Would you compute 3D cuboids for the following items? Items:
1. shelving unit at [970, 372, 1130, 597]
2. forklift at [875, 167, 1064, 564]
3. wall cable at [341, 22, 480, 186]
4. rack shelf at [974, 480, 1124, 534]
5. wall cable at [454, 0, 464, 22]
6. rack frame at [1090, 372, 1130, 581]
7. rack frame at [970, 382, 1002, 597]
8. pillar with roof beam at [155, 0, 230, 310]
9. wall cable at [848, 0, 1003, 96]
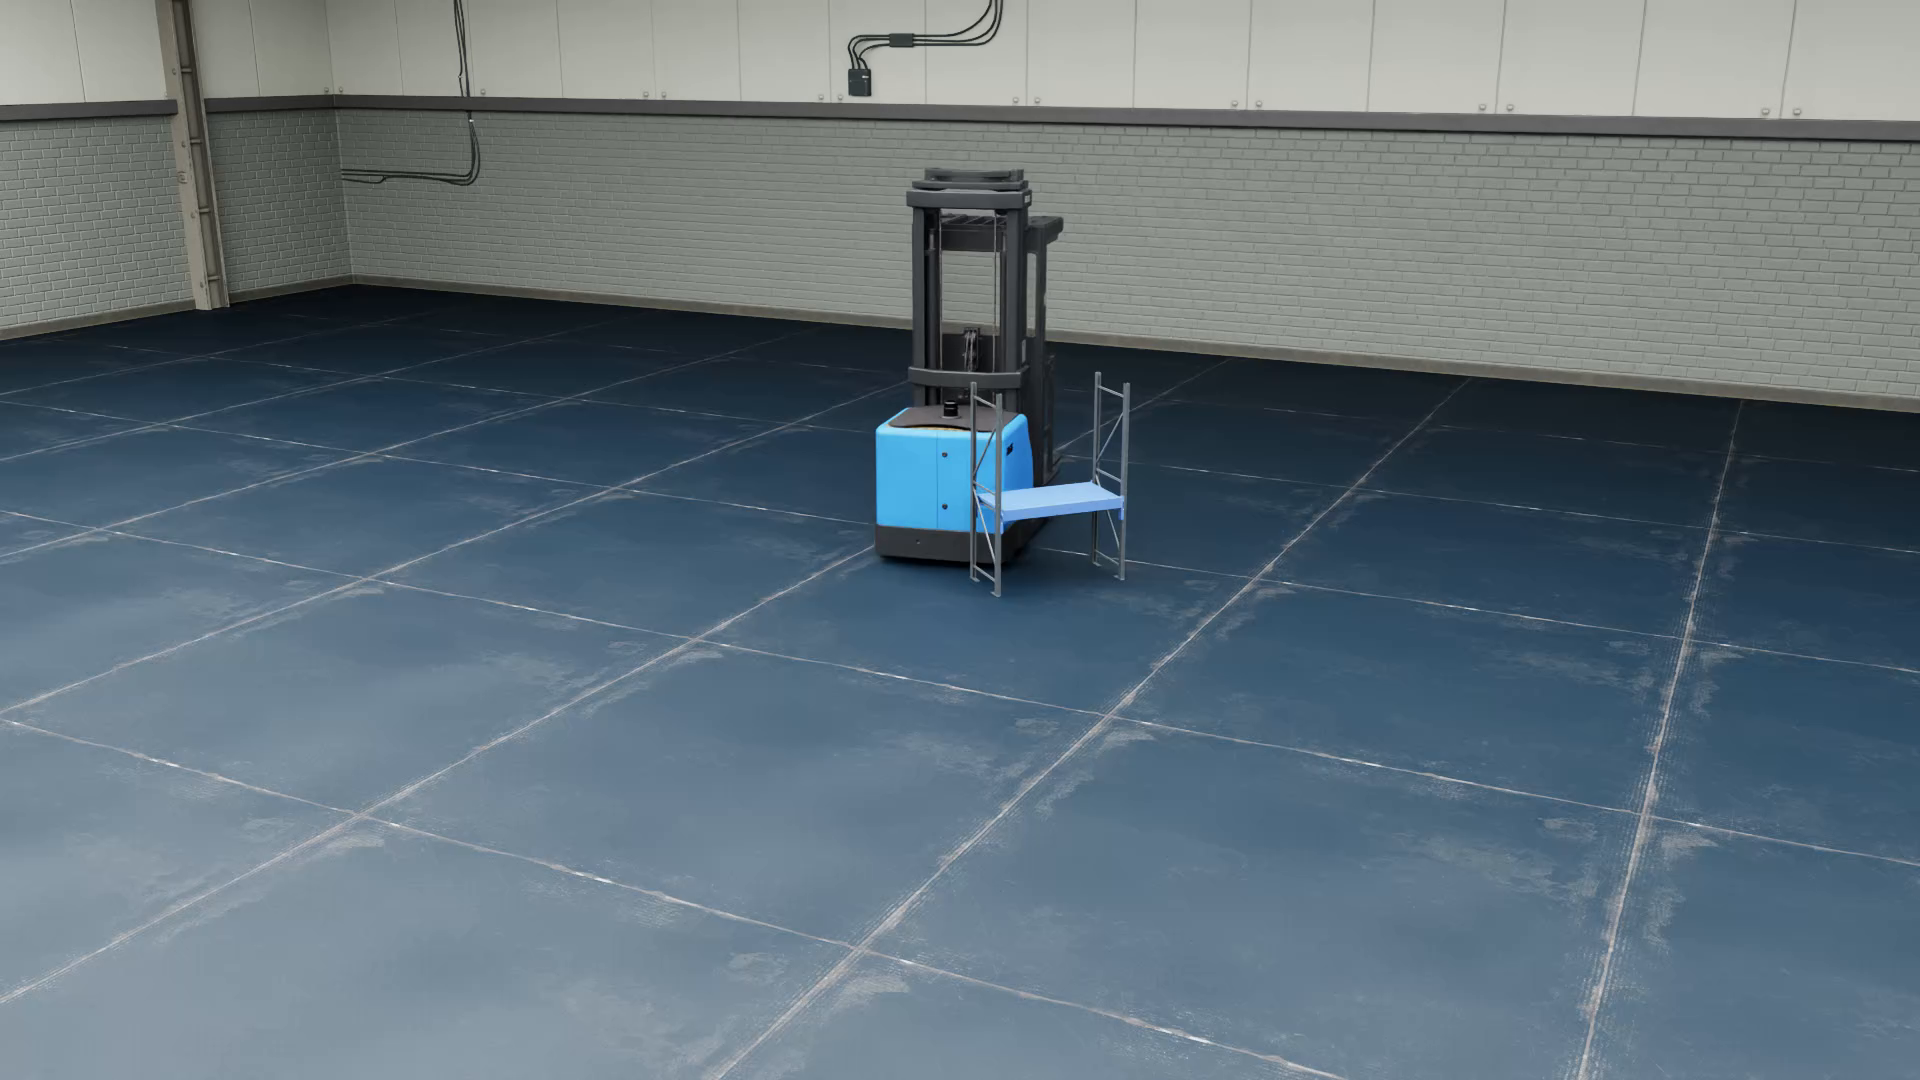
[{"bbox_3d":[0.656,-0.424,12.317,1.048,1.500,0.538,-7,18,-22],"label":"shelving unit"},{"bbox_3d":[0.221,-1.601,13.767,1.130,2.935,3.031,4,17,15],"label":"forklift"},{"bbox_3d":[-8.980,-6.976,26.658,3.097,2.526,0.112,8,18,25],"label":"wall cable"},{"bbox_3d":[0.656,-0.251,12.368,1.000,0.185,0.538,-7,18,-22],"label":"rack shelf"},{"bbox_3d":[-6.560,-9.052,24.781,3.097,2.526,0.112,8,18,25],"label":"wall cable"},{"bbox_3d":[1.125,-0.480,12.505,0.032,1.500,0.500,-7,18,-22],"label":"rack frame"},{"bbox_3d":[0.187,-0.368,12.129,0.032,1.500,0.500,-7,18,-22],"label":"rack frame"},{"bbox_3d":[-7.628,-7.334,22.412,9.100,9.000,0.400,8,18,25],"label":"pillar with roof beam"},{"bbox_3d":[-0.494,-8.882,21.652,2.305,6.003,0.169,8,18,25],"label":"wall cable"}]
